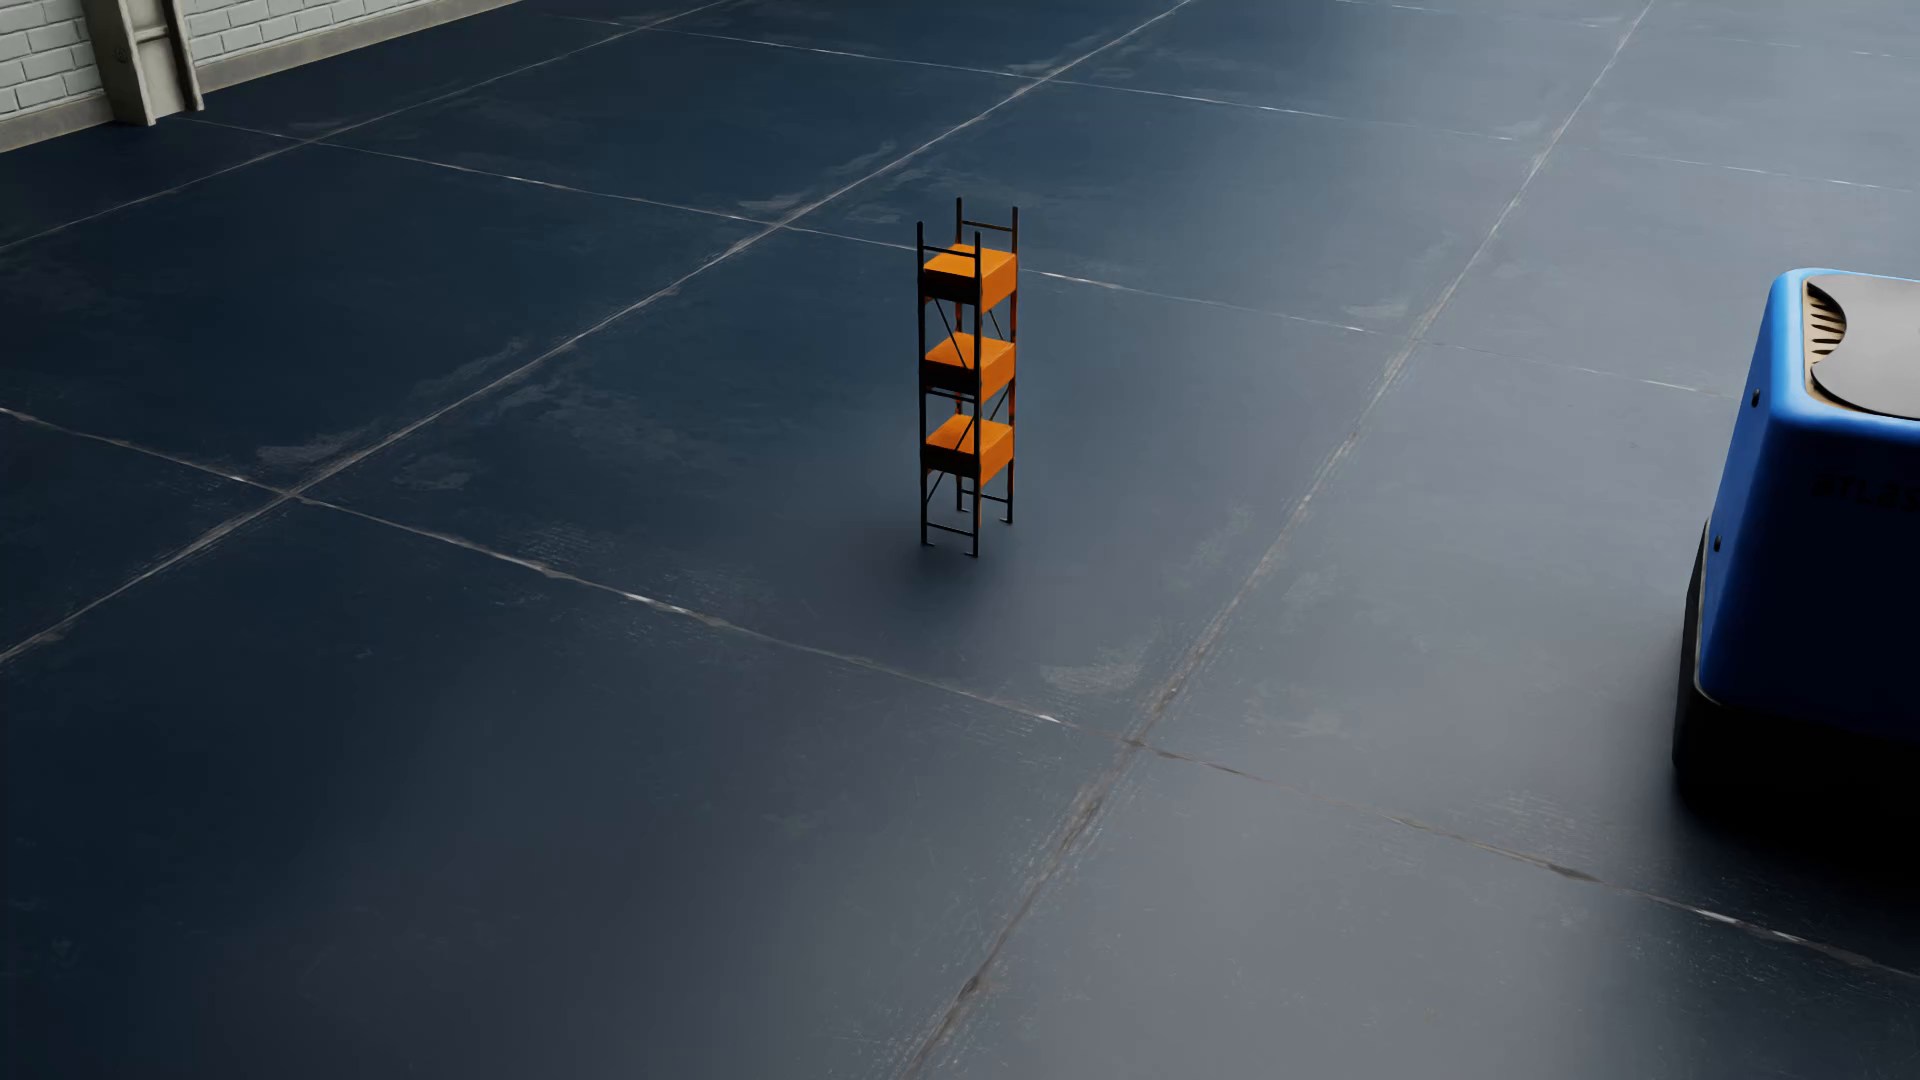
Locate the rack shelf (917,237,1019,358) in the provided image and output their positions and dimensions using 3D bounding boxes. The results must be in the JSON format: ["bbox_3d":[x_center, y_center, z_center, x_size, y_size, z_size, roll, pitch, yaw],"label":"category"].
[{"bbox_3d":[0.024,-0.716,4.894,0.215,0.259,0.240,14,33,23],"label":"rack shelf"}]

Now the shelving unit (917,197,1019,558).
[{"bbox_3d":[0.024,-0.479,5.030,0.215,1.050,0.252,14,33,23],"label":"shelving unit"}]

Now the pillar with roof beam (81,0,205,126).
[{"bbox_3d":[-0.737,-5.355,5.538,9.100,9.000,0.400,14,33,23],"label":"pillar with roof beam"}]

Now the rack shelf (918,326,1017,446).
[{"bbox_3d":[0.024,-0.470,5.035,0.215,0.259,0.240,14,33,23],"label":"rack shelf"}]

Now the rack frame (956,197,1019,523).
[{"bbox_3d":[0.080,-0.533,5.124,0.200,1.050,0.008,14,33,23],"label":"rack frame"}]

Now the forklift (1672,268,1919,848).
[{"bbox_3d":[3.338,-0.560,3.282,3.031,2.935,1.130,12,32,20],"label":"forklift"}]

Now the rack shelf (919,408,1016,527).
[{"bbox_3d":[0.024,-0.229,5.174,0.215,0.259,0.240,14,33,23],"label":"rack shelf"}]

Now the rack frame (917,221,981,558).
[{"bbox_3d":[-0.031,-0.425,4.936,0.200,1.050,0.008,14,33,23],"label":"rack frame"}]
